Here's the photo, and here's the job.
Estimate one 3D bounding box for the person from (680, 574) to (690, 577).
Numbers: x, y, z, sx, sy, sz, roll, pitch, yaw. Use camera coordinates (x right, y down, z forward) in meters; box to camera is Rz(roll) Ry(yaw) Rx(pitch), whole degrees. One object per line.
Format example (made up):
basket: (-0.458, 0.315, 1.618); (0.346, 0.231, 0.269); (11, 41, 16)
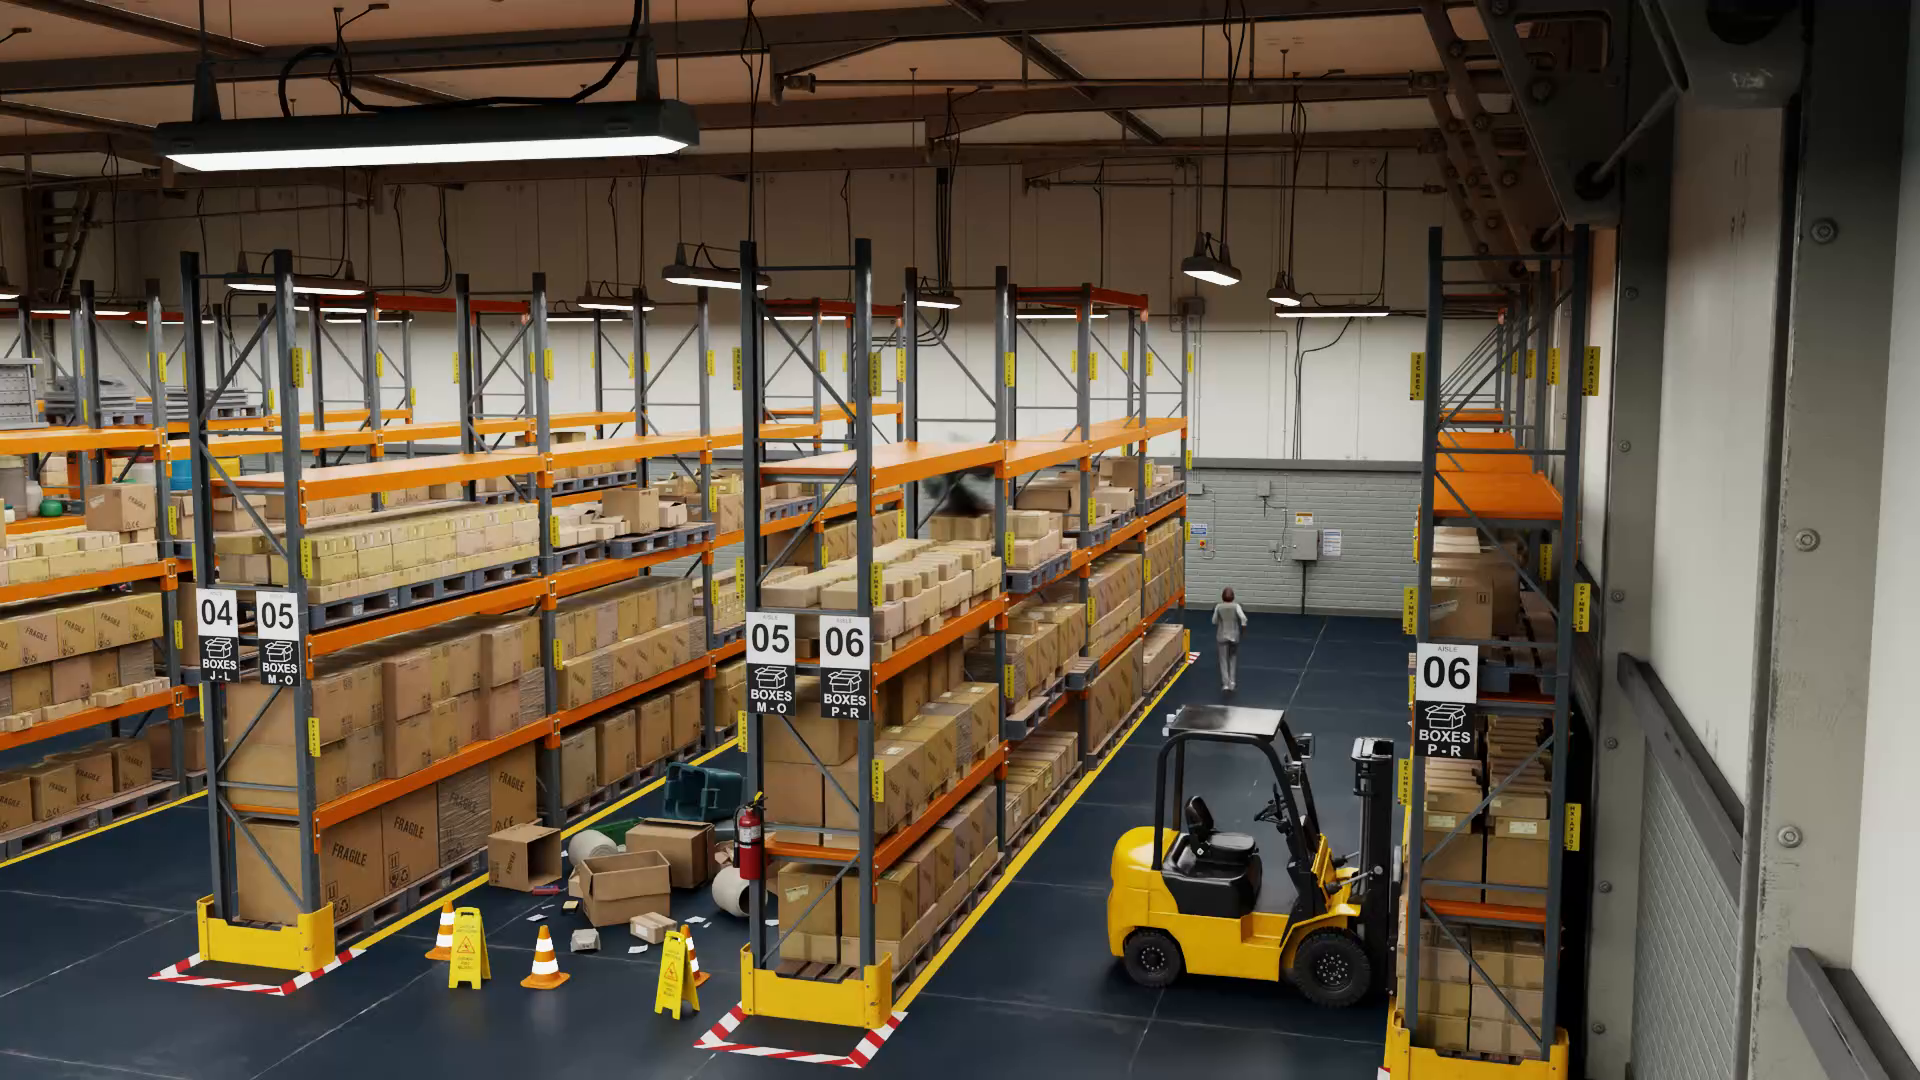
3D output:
person: (-4.325, 1.371, 26.107); (0.673, 1.667, 1.079); (2, 7, 21)

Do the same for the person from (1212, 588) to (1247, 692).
person: (4.087, 1.540, 25.301); (0.506, 1.645, 0.721); (0, 6, 3)
